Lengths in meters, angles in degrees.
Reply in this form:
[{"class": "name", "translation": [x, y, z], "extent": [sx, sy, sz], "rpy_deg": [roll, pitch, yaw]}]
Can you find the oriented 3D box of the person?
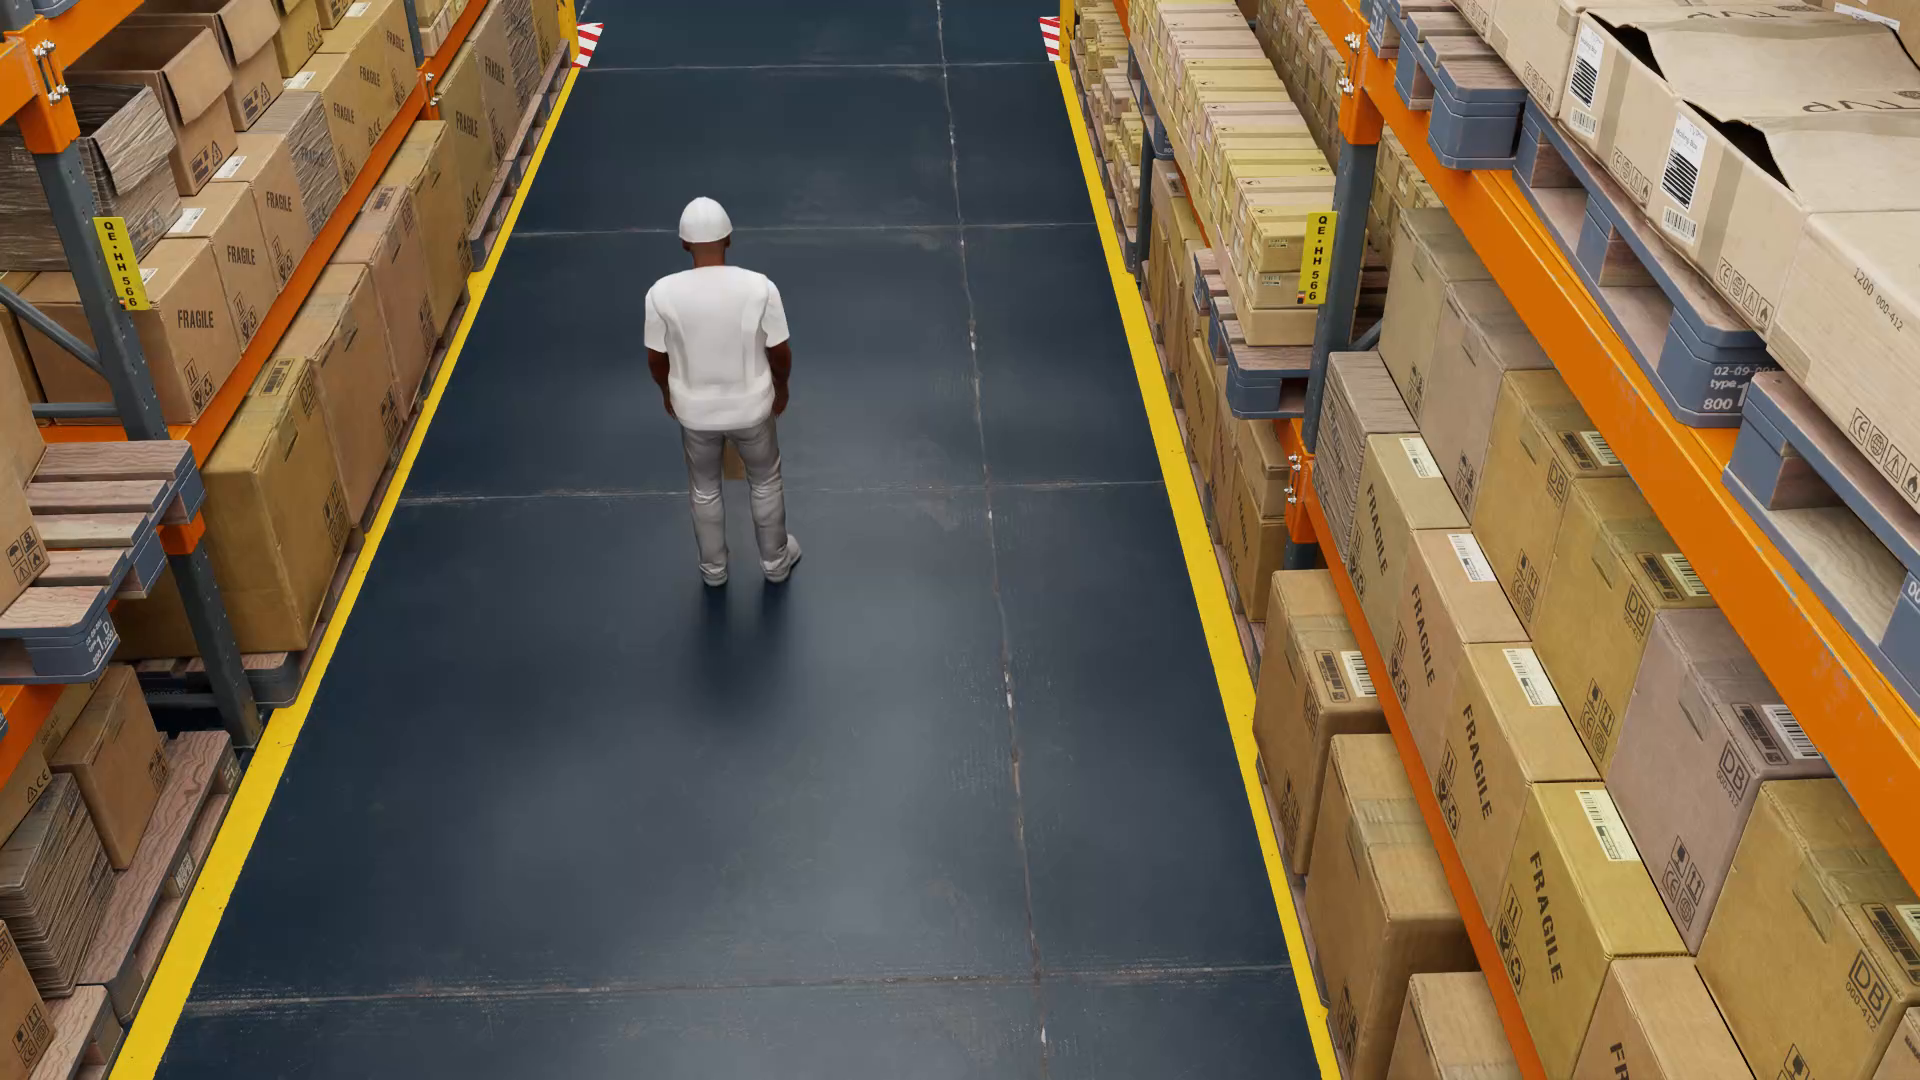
[{"class": "person", "translation": [-0.986, -0.579, 6.951], "extent": [0.589, 1.765, 0.425], "rpy_deg": [-2, 35, -3]}]
